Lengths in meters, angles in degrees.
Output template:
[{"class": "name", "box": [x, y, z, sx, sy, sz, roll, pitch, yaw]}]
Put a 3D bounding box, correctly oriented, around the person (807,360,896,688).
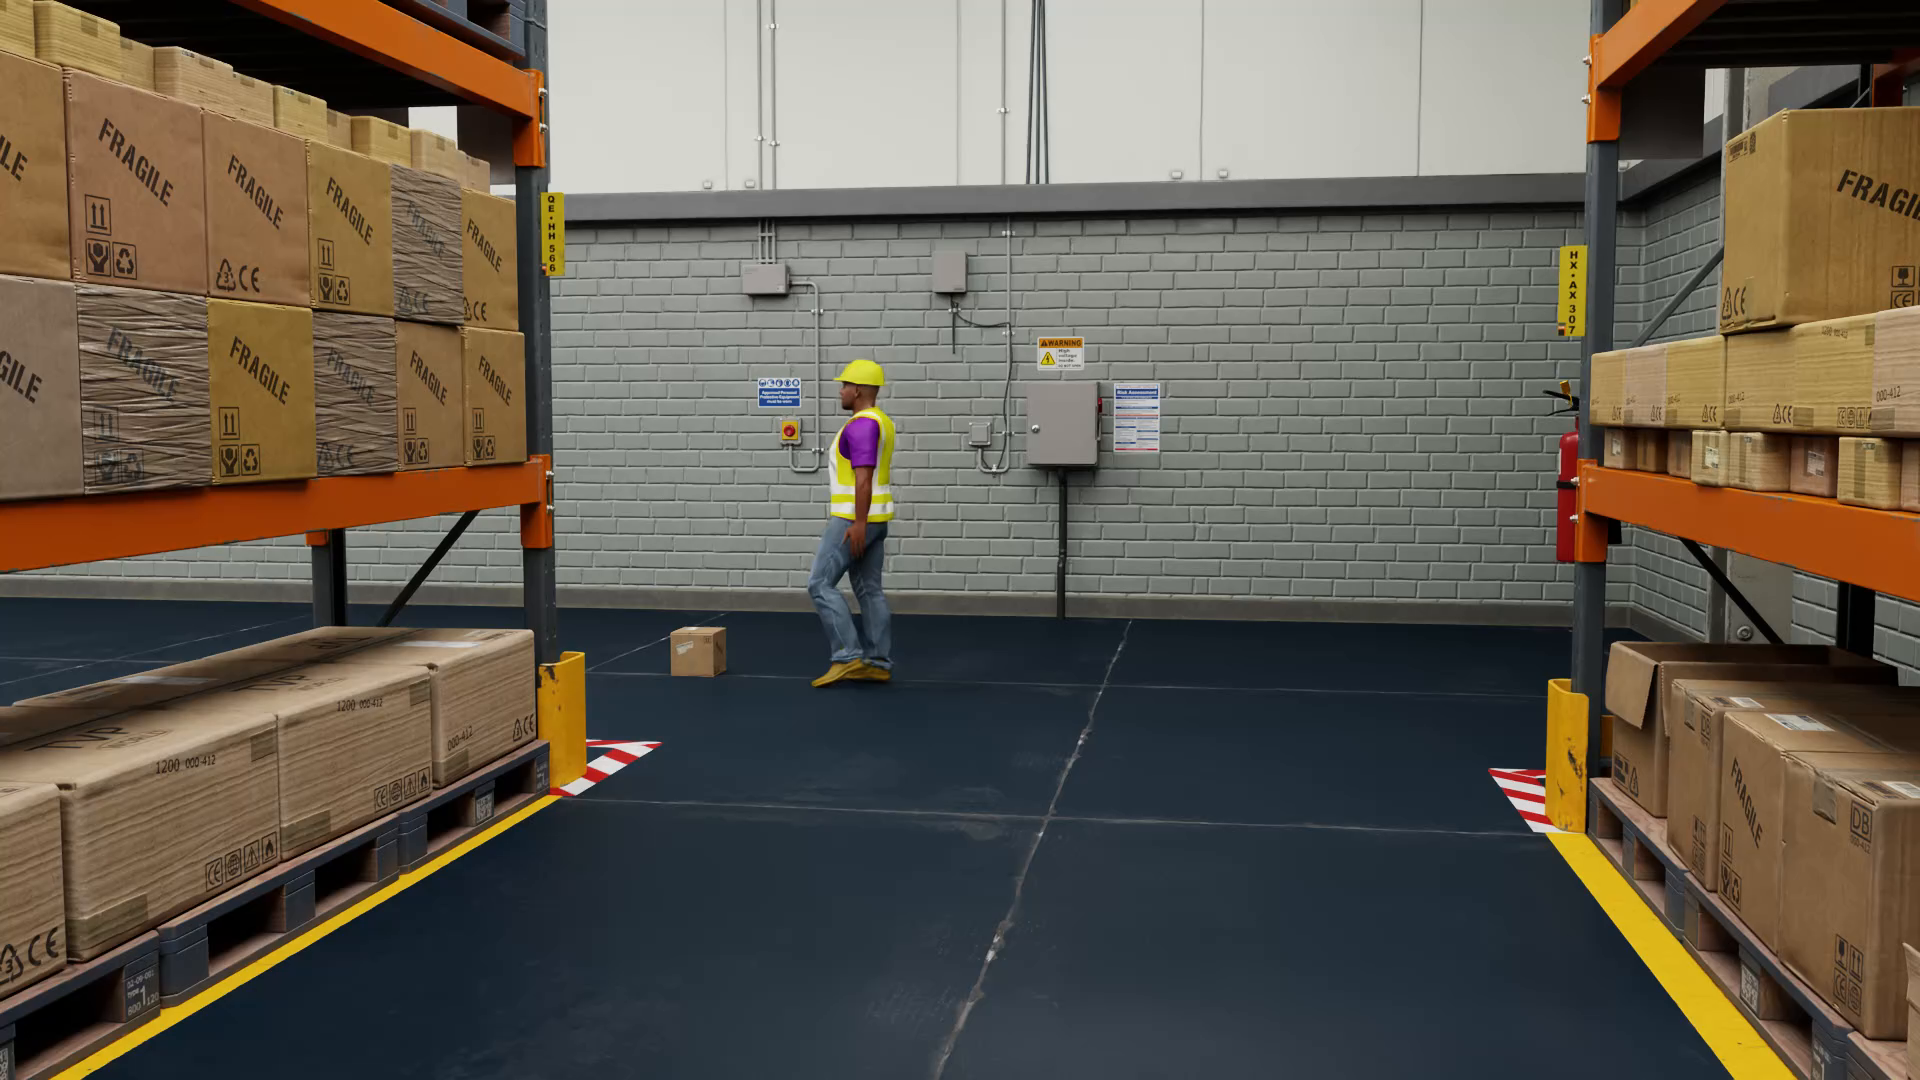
[{"class": "person", "box": [-0.582, -0.091, 9.145, 0.445, 1.791, 0.590, 1, 5, 14]}]
